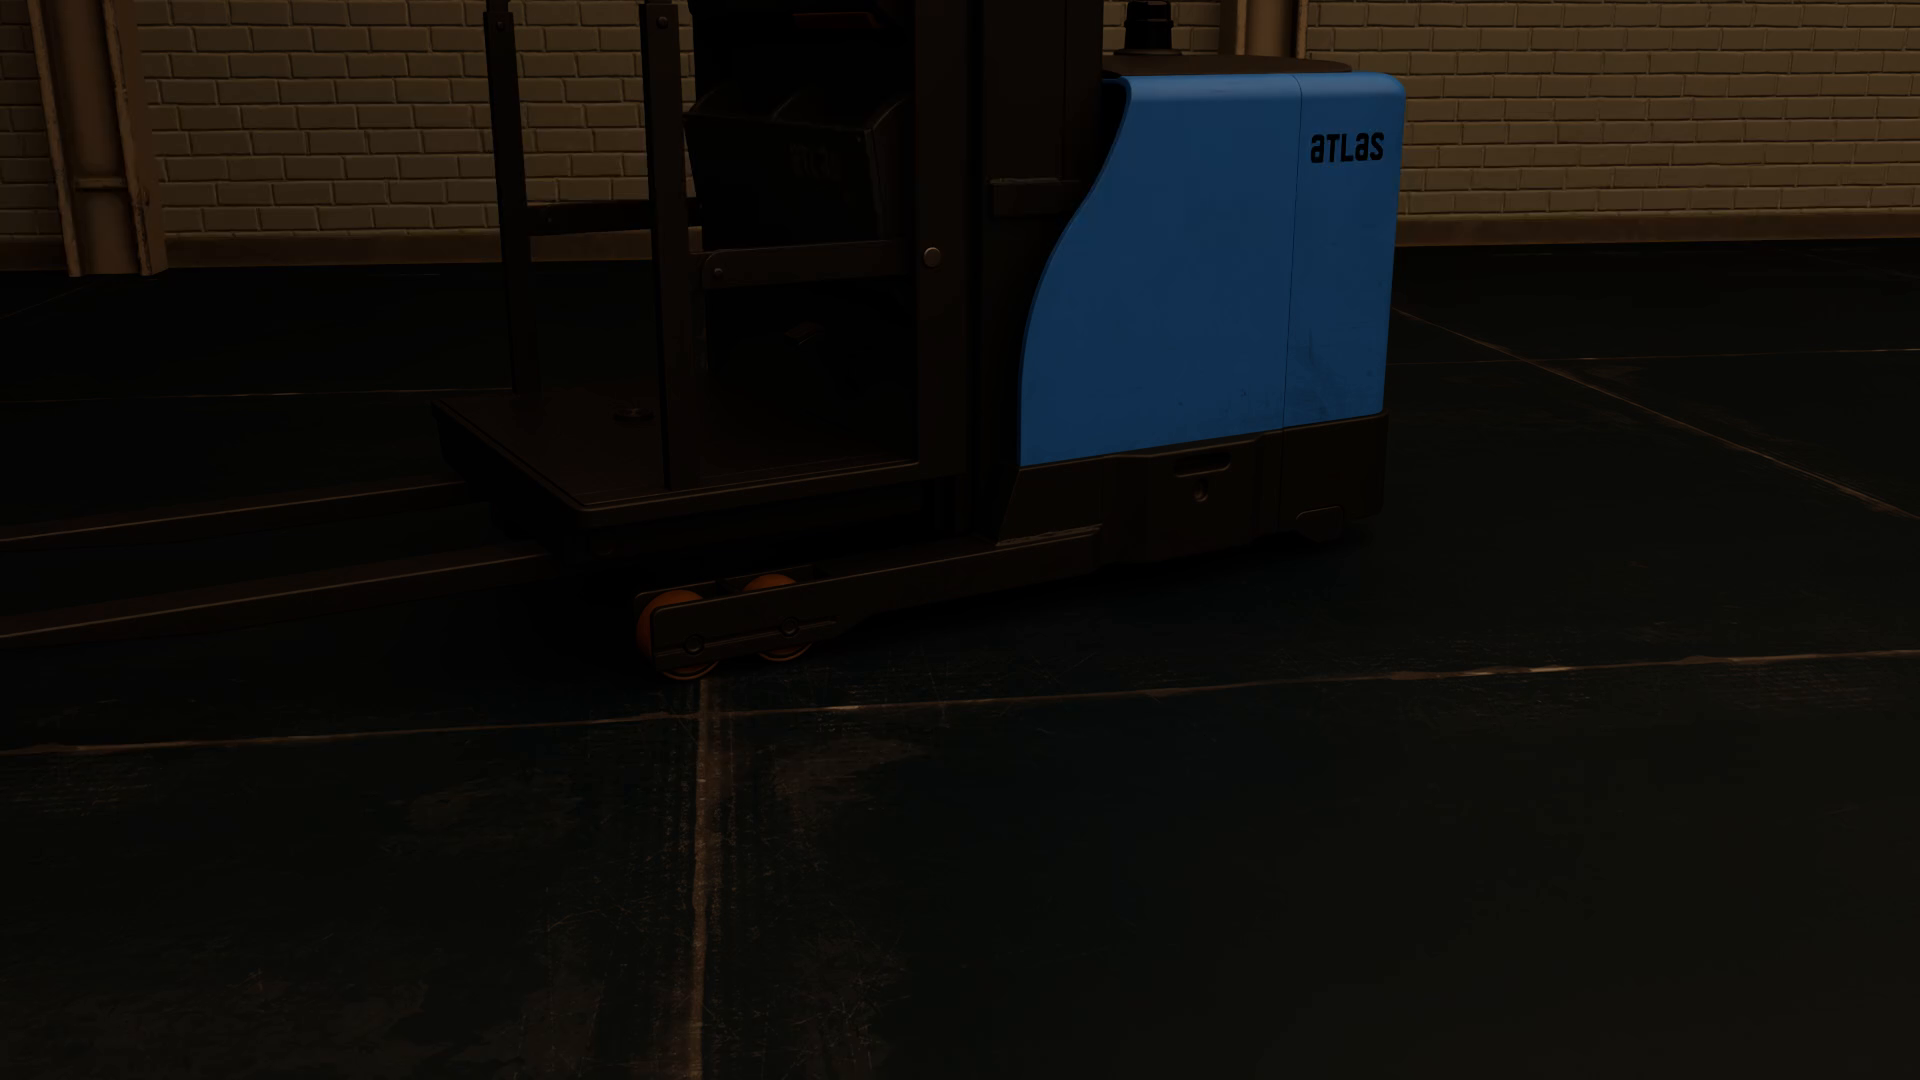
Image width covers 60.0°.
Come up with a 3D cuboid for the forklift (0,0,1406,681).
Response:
[{"bbox_3d":[-0.526,-1.315,3.251,3.031,2.935,1.130,-10,19,-29],"label":"forklift"}]
